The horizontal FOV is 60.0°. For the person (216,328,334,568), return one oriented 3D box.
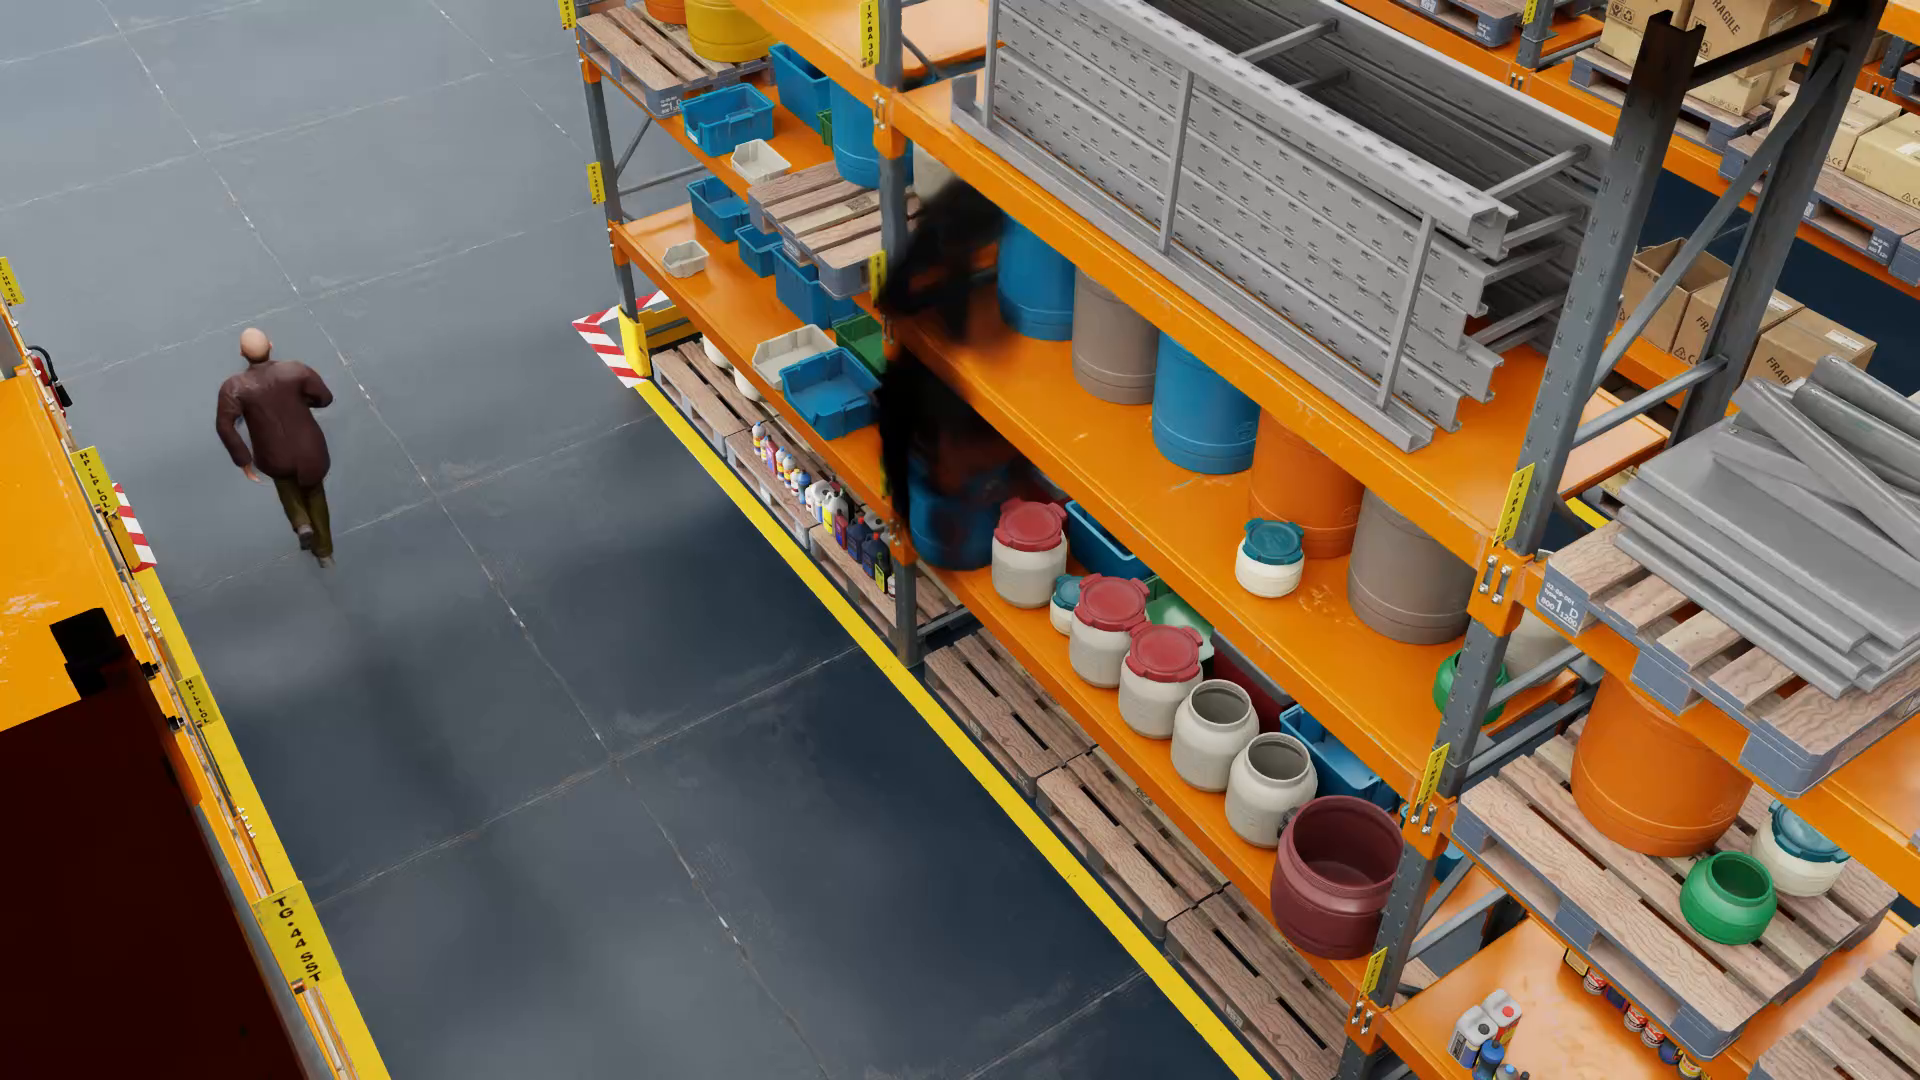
[{"bbox_3d":[-4.359,-0.639,10.753,0.715,1.738,0.655,-18,46,-19],"label":"person"}]
